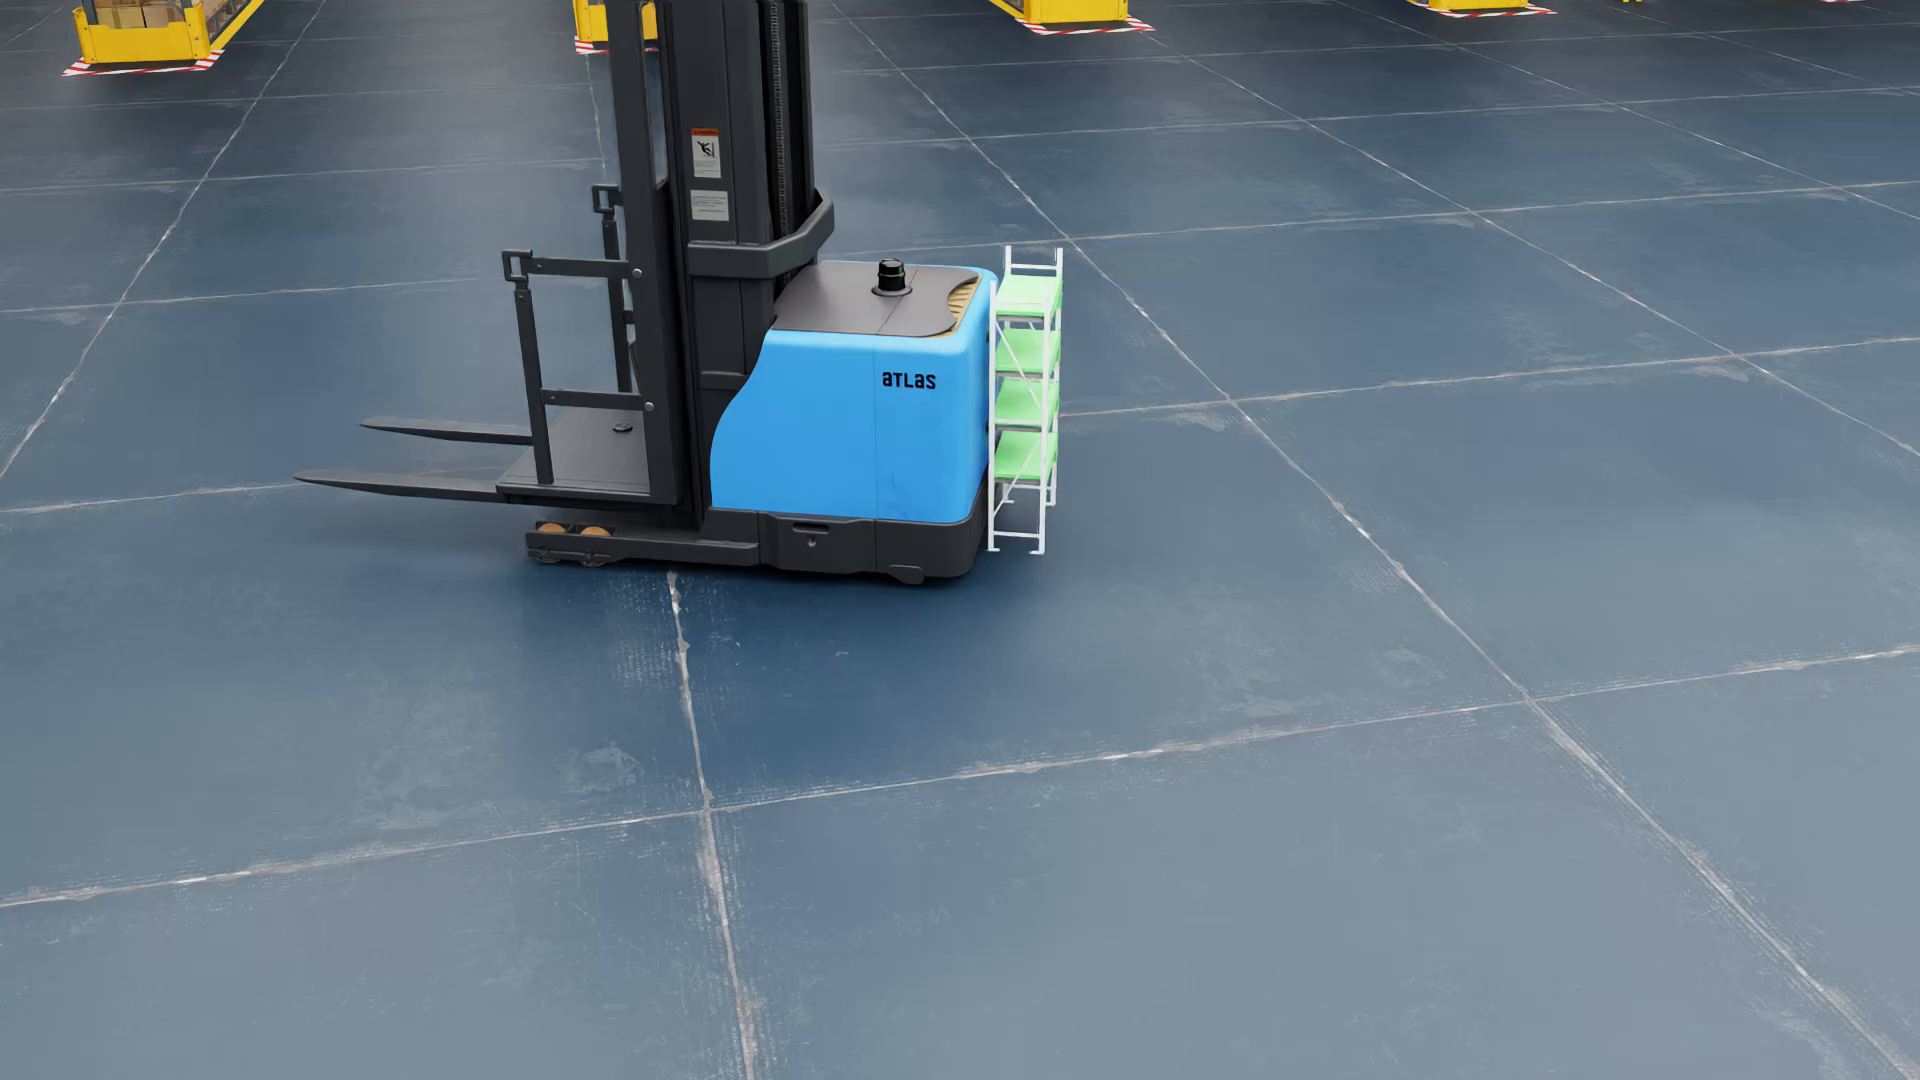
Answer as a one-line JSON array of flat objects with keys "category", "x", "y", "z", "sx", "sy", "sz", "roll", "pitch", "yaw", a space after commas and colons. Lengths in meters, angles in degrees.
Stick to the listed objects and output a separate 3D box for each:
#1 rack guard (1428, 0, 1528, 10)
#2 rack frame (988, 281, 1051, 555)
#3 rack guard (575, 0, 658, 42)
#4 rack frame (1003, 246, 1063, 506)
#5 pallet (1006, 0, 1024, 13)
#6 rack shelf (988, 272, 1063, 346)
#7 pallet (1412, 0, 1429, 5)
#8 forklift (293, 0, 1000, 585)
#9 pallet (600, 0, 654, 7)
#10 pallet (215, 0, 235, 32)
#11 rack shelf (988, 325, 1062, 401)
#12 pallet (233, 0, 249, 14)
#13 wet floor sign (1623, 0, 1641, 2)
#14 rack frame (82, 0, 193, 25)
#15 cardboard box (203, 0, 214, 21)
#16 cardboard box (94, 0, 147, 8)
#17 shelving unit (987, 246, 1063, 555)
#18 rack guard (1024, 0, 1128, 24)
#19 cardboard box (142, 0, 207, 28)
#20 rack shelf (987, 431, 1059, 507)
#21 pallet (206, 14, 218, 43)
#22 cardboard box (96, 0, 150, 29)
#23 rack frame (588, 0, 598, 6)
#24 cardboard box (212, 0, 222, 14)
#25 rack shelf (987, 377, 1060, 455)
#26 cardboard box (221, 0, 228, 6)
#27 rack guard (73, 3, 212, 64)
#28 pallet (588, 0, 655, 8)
[{"category": "rack guard", "x": 6.203, "y": -6.620, "z": 19.811, "sx": 1.175, "sy": 0.500, "sz": 0.348, "roll": -6, "pitch": 27, "yaw": -12}, {"category": "rack frame", "x": 0.241, "y": -0.484, "z": 6.877, "sx": 0.240, "sy": 1.200, "sz": 0.015, "roll": 4, "pitch": 27, "yaw": 8}, {"category": "rack guard", "x": -3.546, "y": -5.697, "z": 17.982, "sx": 1.175, "sy": 0.500, "sz": 0.348, "roll": -6, "pitch": 27, "yaw": -12}, {"category": "rack frame", "x": 0.314, "y": -0.701, "z": 7.308, "sx": 0.240, "sy": 1.200, "sz": 0.015, "roll": 4, "pitch": 27, "yaw": 8}, {"category": "pallet", "x": 1.177, "y": -6.436, "z": 19.767, "sx": 1.003, "sy": 0.211, "sz": 1.213, "roll": -6, "pitch": 27, "yaw": -12}, {"category": "rack shelf", "x": 0.277, "y": -0.964, "z": 6.905, "sx": 0.258, "sy": 0.148, "sz": 0.480, "roll": 4, "pitch": 27, "yaw": 8}, {"category": "pallet", "x": 5.941, "y": -6.845, "z": 20.577, "sx": 1.003, "sy": 0.211, "sz": 1.213, "roll": -6, "pitch": 27, "yaw": -12}, {"category": "forklift", "x": -1.382, "y": -1.424, "z": 6.819, "sx": 3.031, "sy": 2.935, "sz": 1.130, "roll": 4, "pitch": 27, "yaw": 8}, {"category": "pallet", "x": -3.996, "y": -6.460, "z": 19.814, "sx": 1.003, "sy": 0.211, "sz": 1.213, "roll": -6, "pitch": 27, "yaw": -12}, {"category": "pallet", "x": -8.795, "y": -5.904, "z": 18.713, "sx": 1.003, "sy": 0.211, "sz": 1.213, "roll": -6, "pitch": 27, "yaw": -12}, {"category": "rack shelf", "x": 0.277, "y": -0.750, "z": 7.013, "sx": 0.258, "sy": 0.148, "sz": 0.480, "roll": 4, "pitch": 27, "yaw": 8}, {"category": "pallet", "x": -9.073, "y": -6.441, "z": 19.776, "sx": 1.003, "sy": 0.211, "sz": 1.213, "roll": -6, "pitch": 27, "yaw": -12}, {"category": "wet floor sign", "x": 8.133, "y": -6.884, "z": 20.172, "sx": 0.267, "sy": 0.644, "sz": 0.232, "roll": -11, "pitch": 29, "yaw": -20}, {"category": "rack frame", "x": -8.310, "y": -6.283, "z": 16.369, "sx": 1.000, "sy": 3.000, "sz": 0.127, "roll": -6, "pitch": 27, "yaw": -12}, {"category": "cardboard box", "x": -8.330, "y": -5.720, "z": 17.839, "sx": 0.500, "sy": 0.250, "sz": 0.500, "roll": -6, "pitch": 27, "yaw": -12}, {"category": "cardboard box", "x": -8.721, "y": -5.783, "z": 17.131, "sx": 0.500, "sy": 0.500, "sz": 0.500, "roll": -6, "pitch": 27, "yaw": -12}, {"category": "shelving unit", "x": 0.277, "y": -0.593, "z": 7.093, "sx": 0.258, "sy": 1.200, "sz": 0.503, "roll": 4, "pitch": 27, "yaw": 8}, {"category": "rack guard", "x": 1.325, "y": -6.205, "z": 18.988, "sx": 1.175, "sy": 0.500, "sz": 0.348, "roll": -6, "pitch": 27, "yaw": -12}, {"category": "cardboard box", "x": -8.214, "y": -5.501, "z": 17.405, "sx": 0.500, "sy": 0.250, "sz": 0.500, "roll": -6, "pitch": 27, "yaw": -12}, {"category": "rack shelf", "x": 0.277, "y": -0.321, "z": 7.230, "sx": 0.258, "sy": 0.148, "sz": 0.480, "roll": 4, "pitch": 27, "yaw": 8}, {"category": "pallet", "x": -8.523, "y": -5.369, "z": 17.654, "sx": 1.003, "sy": 0.211, "sz": 1.213, "roll": -6, "pitch": 27, "yaw": -12}, {"category": "cardboard box", "x": -8.719, "y": -5.448, "z": 17.301, "sx": 0.500, "sy": 0.250, "sz": 0.500, "roll": -6, "pitch": 27, "yaw": -12}, {"category": "rack frame", "x": -3.483, "y": -6.784, "z": 17.362, "sx": 1.000, "sy": 3.000, "sz": 0.127, "roll": -6, "pitch": 27, "yaw": -12}, {"category": "cardboard box", "x": -8.443, "y": -5.939, "z": 18.274, "sx": 0.500, "sy": 0.250, "sz": 0.500, "roll": -6, "pitch": 27, "yaw": -12}, {"category": "rack shelf", "x": 0.277, "y": -0.536, "z": 7.122, "sx": 0.258, "sy": 0.148, "sz": 0.480, "roll": 4, "pitch": 27, "yaw": 8}, {"category": "cardboard box", "x": -8.551, "y": -6.159, "z": 18.710, "sx": 0.500, "sy": 0.250, "sz": 0.500, "roll": -6, "pitch": 27, "yaw": -12}, {"category": "rack guard", "x": -8.305, "y": -5.156, "z": 16.911, "sx": 1.175, "sy": 0.500, "sz": 0.348, "roll": -6, "pitch": 27, "yaw": -12}, {"category": "pallet", "x": -3.724, "y": -5.925, "z": 18.755, "sx": 1.003, "sy": 0.211, "sz": 1.213, "roll": -6, "pitch": 27, "yaw": -12}]
